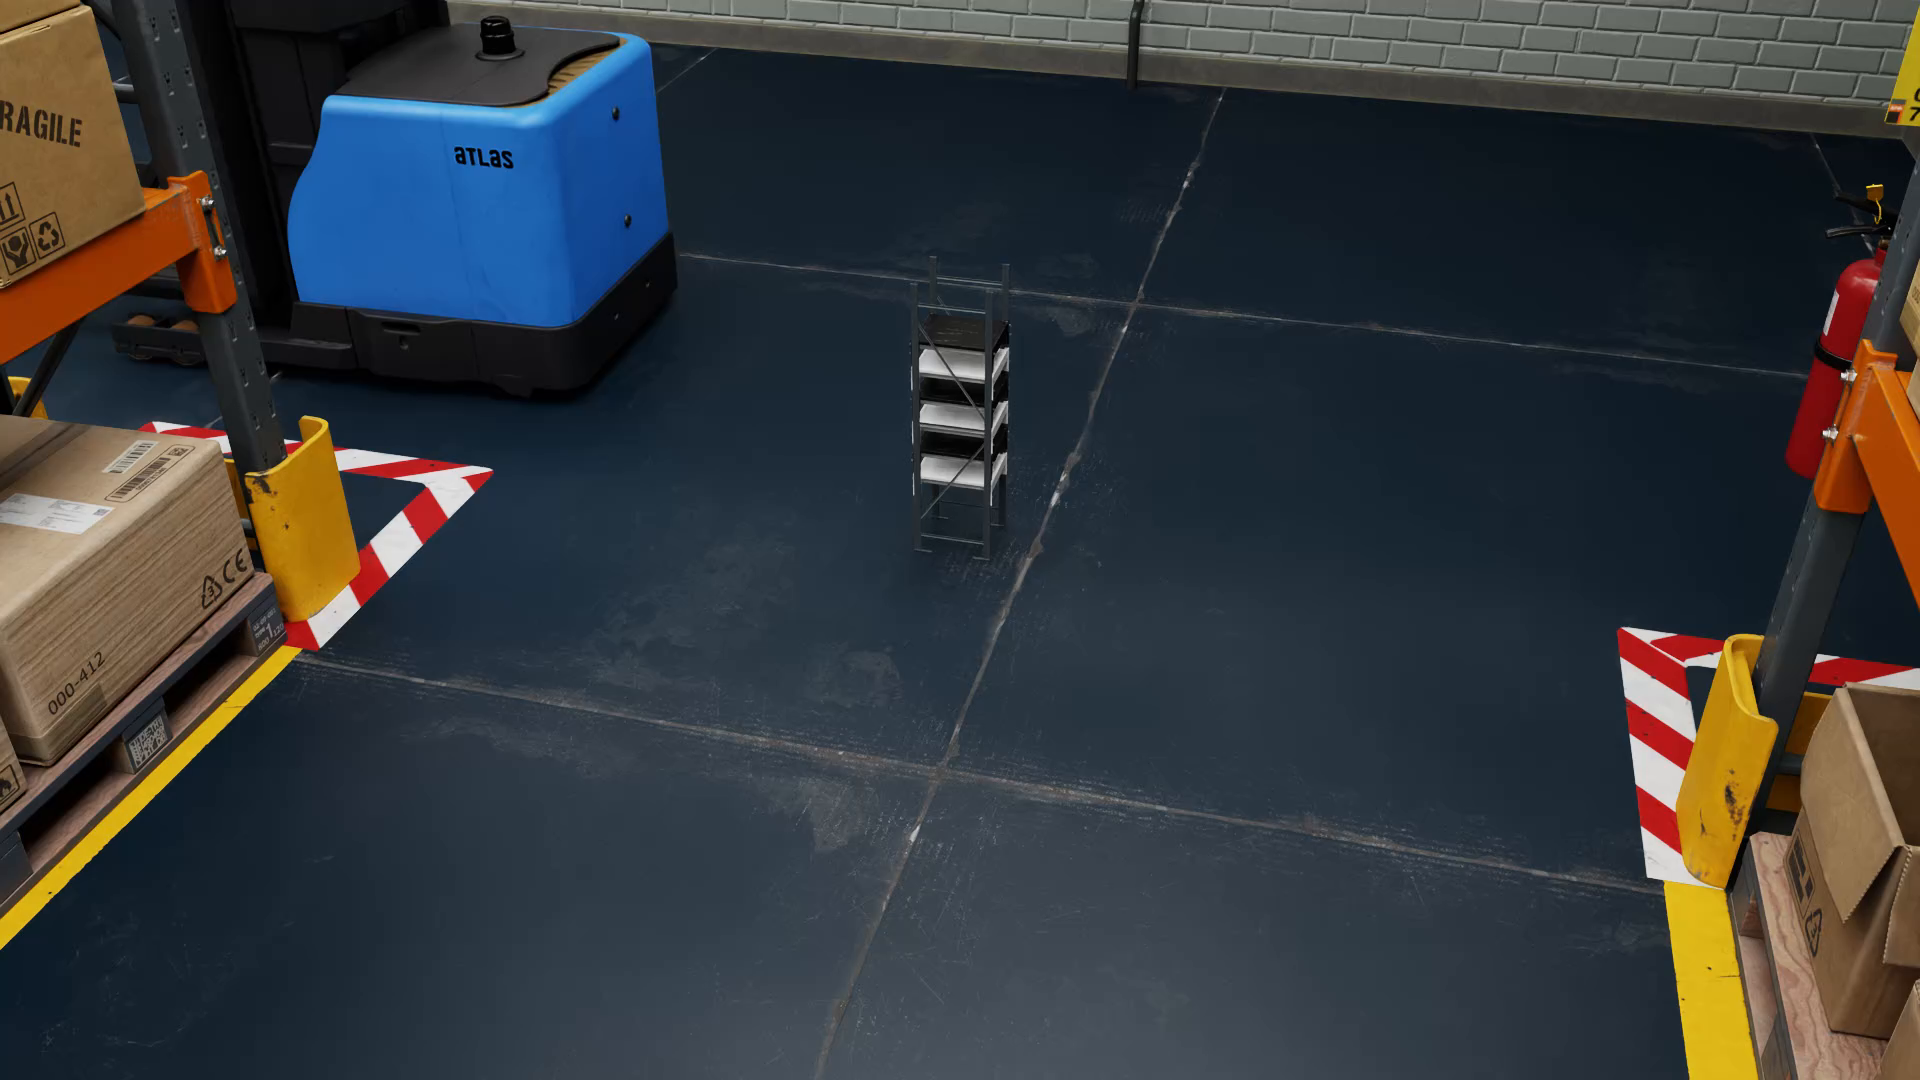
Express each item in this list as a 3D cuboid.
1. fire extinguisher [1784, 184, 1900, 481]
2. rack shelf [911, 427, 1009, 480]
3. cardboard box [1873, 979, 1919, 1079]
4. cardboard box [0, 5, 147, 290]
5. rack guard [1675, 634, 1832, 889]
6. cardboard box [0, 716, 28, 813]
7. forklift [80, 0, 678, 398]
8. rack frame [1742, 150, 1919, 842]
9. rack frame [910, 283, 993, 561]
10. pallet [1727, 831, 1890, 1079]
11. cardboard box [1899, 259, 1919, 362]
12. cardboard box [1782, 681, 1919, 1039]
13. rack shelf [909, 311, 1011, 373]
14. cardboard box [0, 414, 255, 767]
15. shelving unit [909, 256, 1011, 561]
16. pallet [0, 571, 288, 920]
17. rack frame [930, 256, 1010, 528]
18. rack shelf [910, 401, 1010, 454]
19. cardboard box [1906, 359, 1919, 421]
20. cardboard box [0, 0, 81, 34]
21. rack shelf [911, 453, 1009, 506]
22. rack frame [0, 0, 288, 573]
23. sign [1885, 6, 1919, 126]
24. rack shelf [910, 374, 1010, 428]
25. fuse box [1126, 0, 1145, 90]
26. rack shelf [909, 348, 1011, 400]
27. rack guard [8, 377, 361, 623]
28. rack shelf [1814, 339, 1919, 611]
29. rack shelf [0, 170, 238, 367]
[{"bbox_3d":[1.953,-0.448,3.578,0.296,0.674,0.183,8,33,12],"label":"fire extinguisher"},{"bbox_3d":[0.002,-0.280,5.081,0.258,0.077,0.200,8,33,12],"label":"rack shelf"},{"bbox_3d":[1.861,1.122,2.628,0.700,0.500,0.500,9,34,14],"label":"cardboard box"},{"bbox_3d":[-2.306,-0.928,3.821,0.500,0.500,0.500,8,33,13],"label":"cardboard box"},{"bbox_3d":[2.344,0.596,3.847,1.175,0.500,0.348,8,33,12],"label":"rack guard"},{"bbox_3d":[-2.734,0.564,3.564,0.875,0.438,0.875,9,34,14],"label":"cardboard box"},{"bbox_3d":[-2.716,-2.162,5.918,3.031,2.935,1.130,7,33,11],"label":"forklift"},{"bbox_3d":[2.363,-0.498,3.238,1.000,3.000,0.127,8,33,12],"label":"rack frame"},{"bbox_3d":[-0.024,-0.331,4.932,0.240,0.900,0.006,8,33,12],"label":"rack frame"},{"bbox_3d":[2.142,1.132,3.273,1.003,0.211,1.213,8,33,12],"label":"pallet"},{"bbox_3d":[1.987,-0.362,2.886,0.500,0.250,0.500,8,33,13],"label":"cardboard box"},{"bbox_3d":[2.116,0.682,3.316,0.797,0.503,0.637,7,33,10],"label":"cardboard box"},{"bbox_3d":[0.002,-0.584,4.888,0.258,0.077,0.200,8,33,12],"label":"rack shelf"},{"bbox_3d":[-2.510,0.088,4.313,0.875,0.438,0.875,7,33,11],"label":"cardboard box"},{"bbox_3d":[0.002,-0.384,5.015,0.258,0.900,0.210,8,33,12],"label":"shelving unit"},{"bbox_3d":[-2.567,0.430,4.377,1.003,0.211,1.213,8,33,12],"label":"pallet"},{"bbox_3d":[0.028,-0.437,5.098,0.240,0.900,0.006,8,33,12],"label":"rack frame"},{"bbox_3d":[0.002,-0.356,5.033,0.258,0.077,0.200,8,33,12],"label":"rack shelf"},{"bbox_3d":[2.014,-0.259,3.096,0.380,0.149,0.250,8,33,12],"label":"cardboard box"},{"bbox_3d":[-2.331,-1.354,3.559,0.500,0.500,0.500,9,34,14],"label":"cardboard box"},{"bbox_3d":[0.002,-0.204,5.130,0.258,0.077,0.200,8,33,12],"label":"rack shelf"},{"bbox_3d":[-2.439,-1.172,4.298,1.000,3.000,0.127,8,33,12],"label":"rack frame"},{"bbox_3d":[1.838,-0.938,3.122,0.100,0.325,0.005,8,33,12],"label":"sign"},{"bbox_3d":[0.002,-0.432,4.985,0.258,0.077,0.200,8,33,12],"label":"rack shelf"},{"bbox_3d":[0.964,-3.196,8.683,0.539,1.711,0.414,8,33,12],"label":"fuse box"},{"bbox_3d":[0.002,-0.508,4.937,0.258,0.077,0.200,8,33,12],"label":"rack shelf"},{"bbox_3d":[-2.433,-0.130,4.988,1.175,0.500,0.348,8,33,12],"label":"rack guard"},{"bbox_3d":[1.855,0.843,1.799,1.077,0.370,4.000,8,33,12],"label":"rack shelf"},{"bbox_3d":[-2.947,0.169,2.859,1.077,0.370,4.000,8,33,12],"label":"rack shelf"}]
